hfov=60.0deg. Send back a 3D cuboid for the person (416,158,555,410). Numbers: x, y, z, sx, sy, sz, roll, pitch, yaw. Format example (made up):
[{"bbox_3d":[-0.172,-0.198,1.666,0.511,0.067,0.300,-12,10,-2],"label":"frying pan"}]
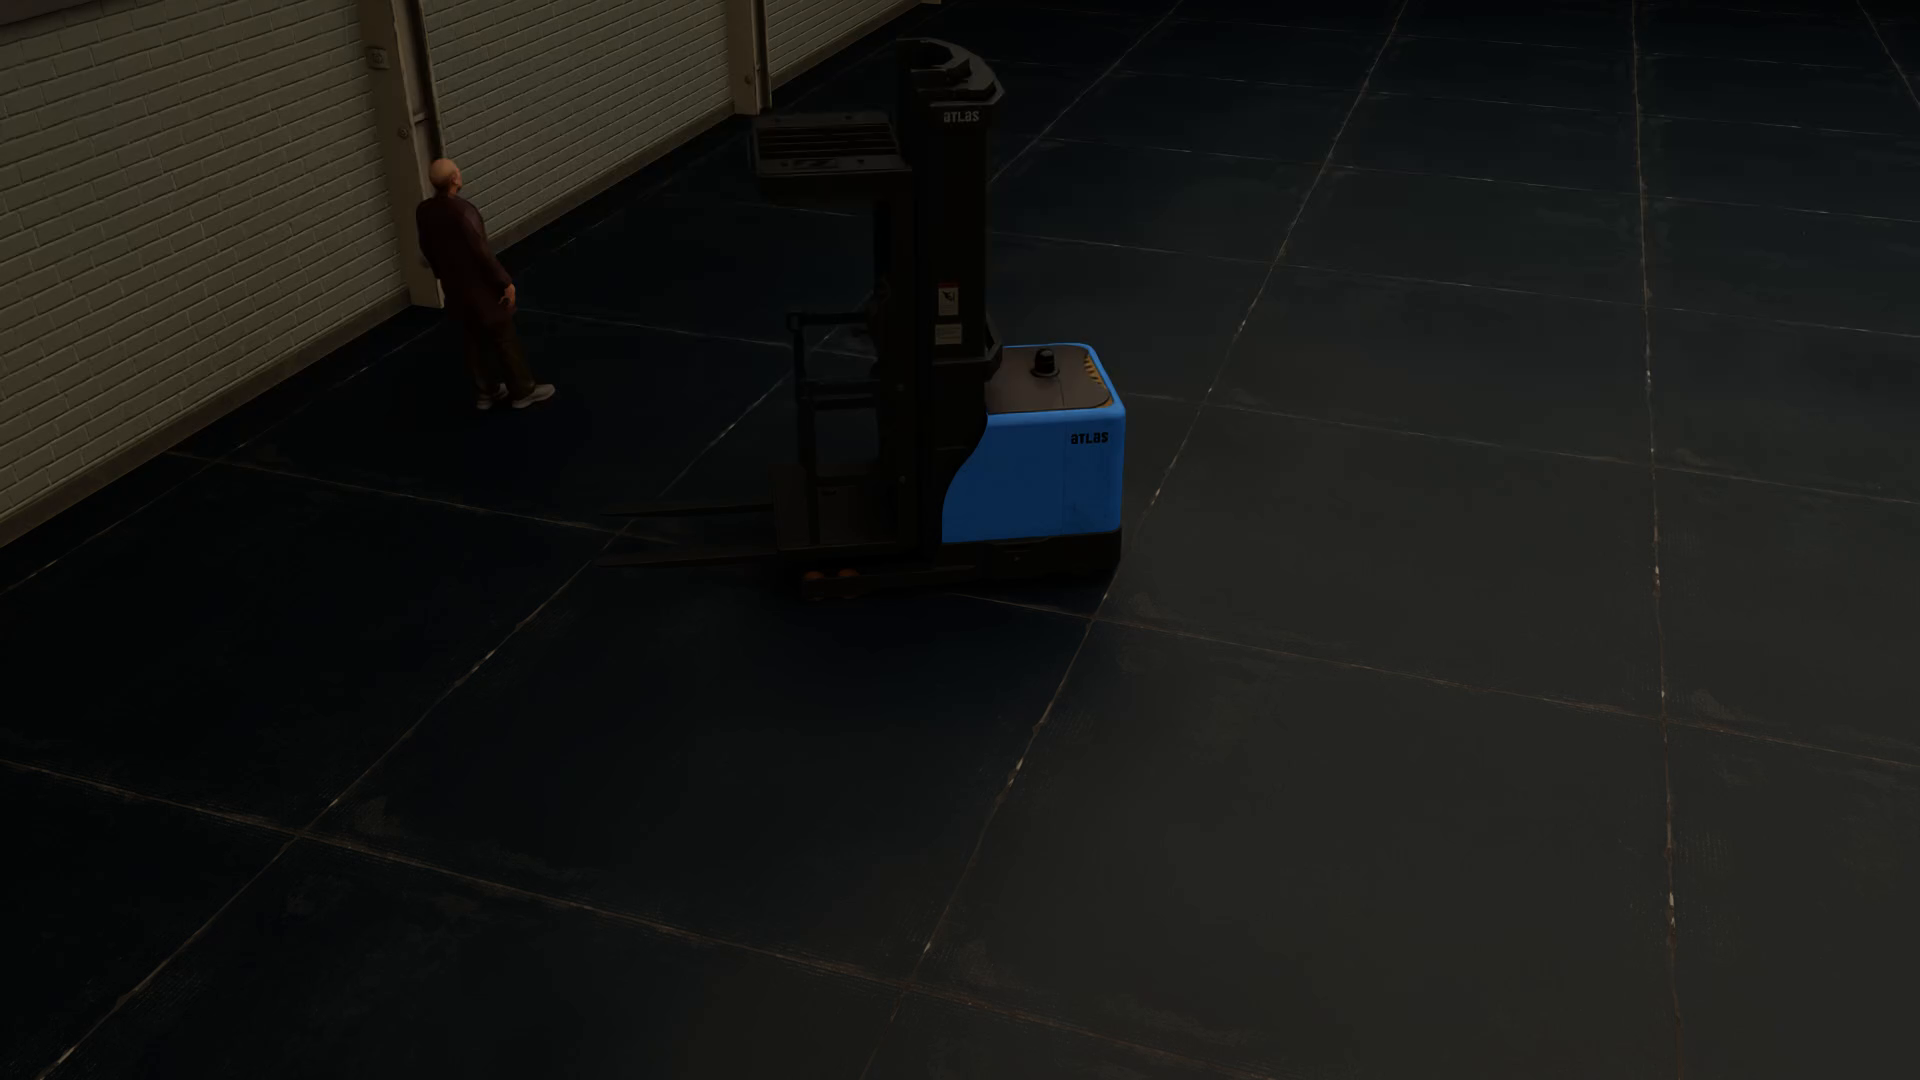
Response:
[{"bbox_3d":[-3.274,-1.770,11.397,0.709,1.781,0.580,16,33,25],"label":"person"}]

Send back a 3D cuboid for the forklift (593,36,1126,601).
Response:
[{"bbox_3d":[-0.621,-1.204,9.249,3.031,2.935,1.130,-4,30,-7],"label":"forklift"}]
